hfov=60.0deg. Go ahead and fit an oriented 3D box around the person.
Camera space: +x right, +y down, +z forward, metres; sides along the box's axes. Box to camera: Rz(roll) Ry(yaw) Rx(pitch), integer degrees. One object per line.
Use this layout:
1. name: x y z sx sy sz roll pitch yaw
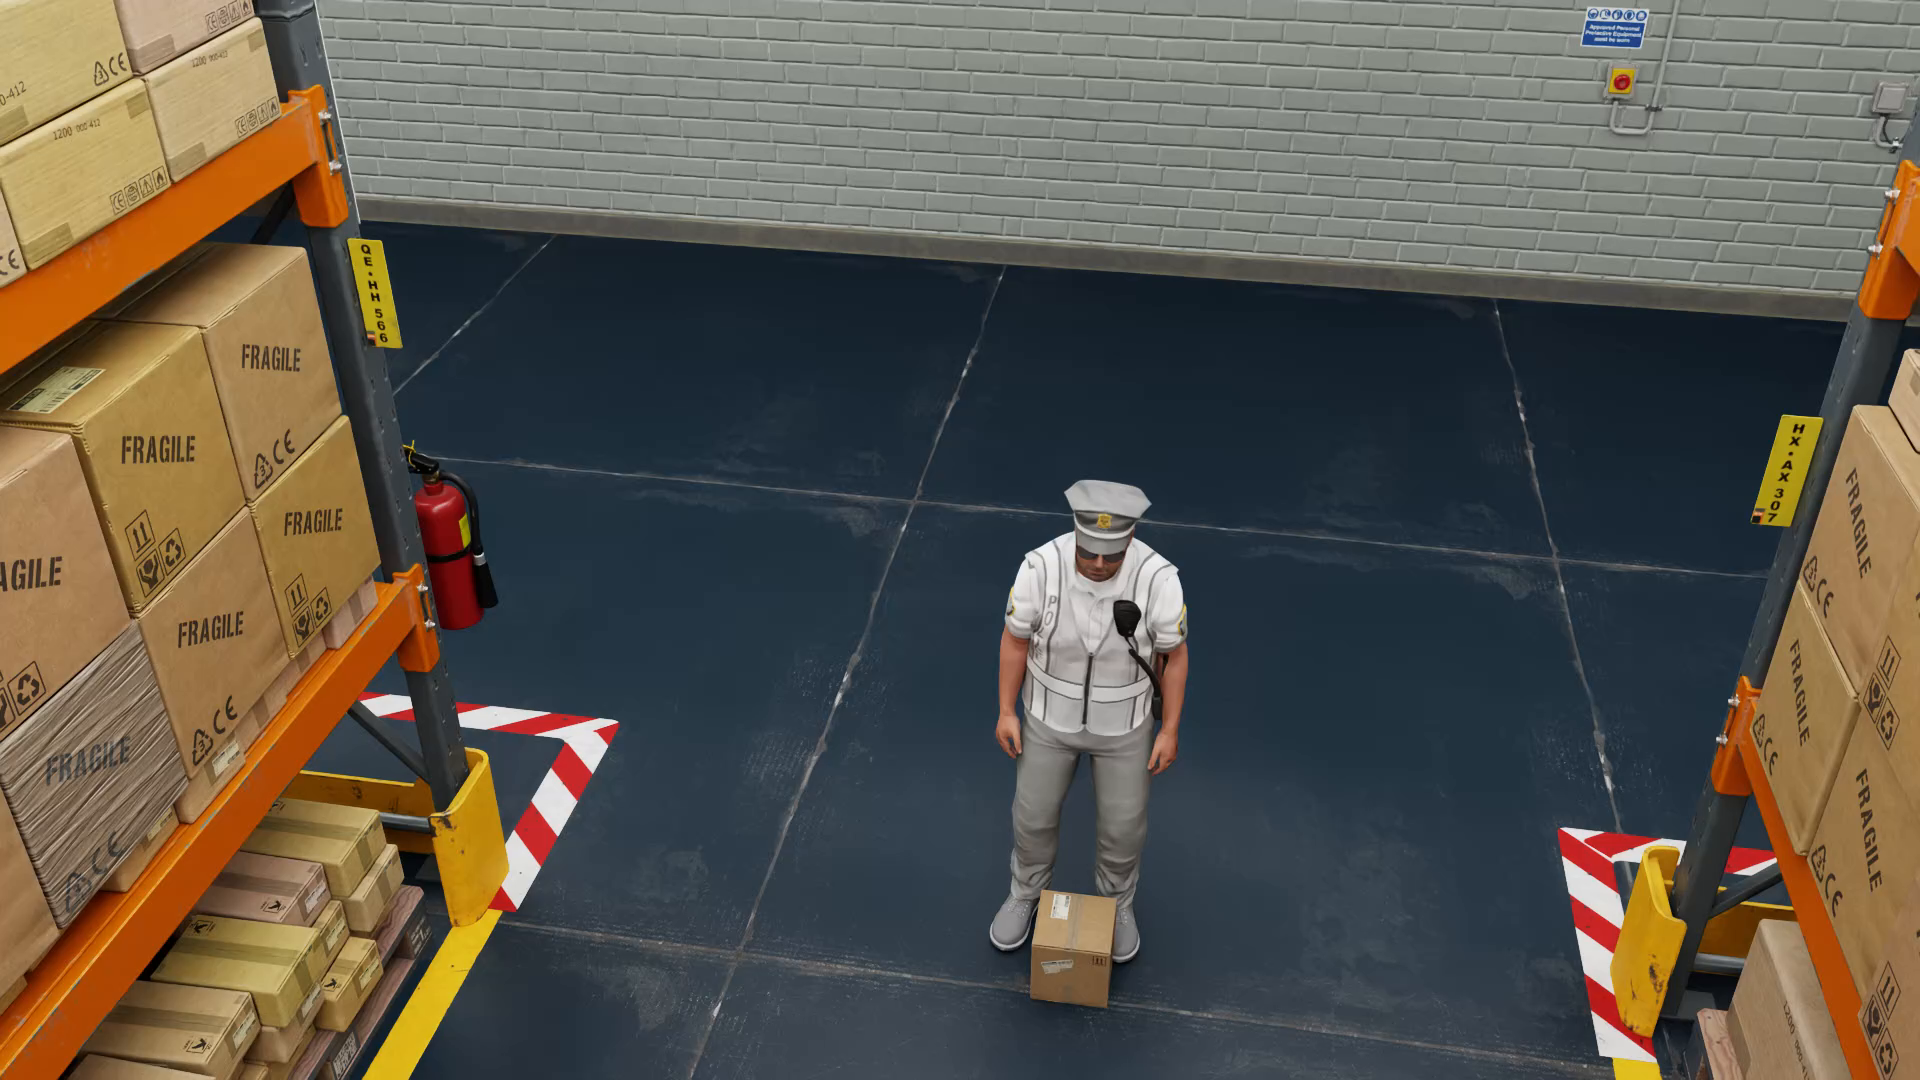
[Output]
1. person: 0.409 0.553 5.250 0.585 1.748 0.432 5 33 8
